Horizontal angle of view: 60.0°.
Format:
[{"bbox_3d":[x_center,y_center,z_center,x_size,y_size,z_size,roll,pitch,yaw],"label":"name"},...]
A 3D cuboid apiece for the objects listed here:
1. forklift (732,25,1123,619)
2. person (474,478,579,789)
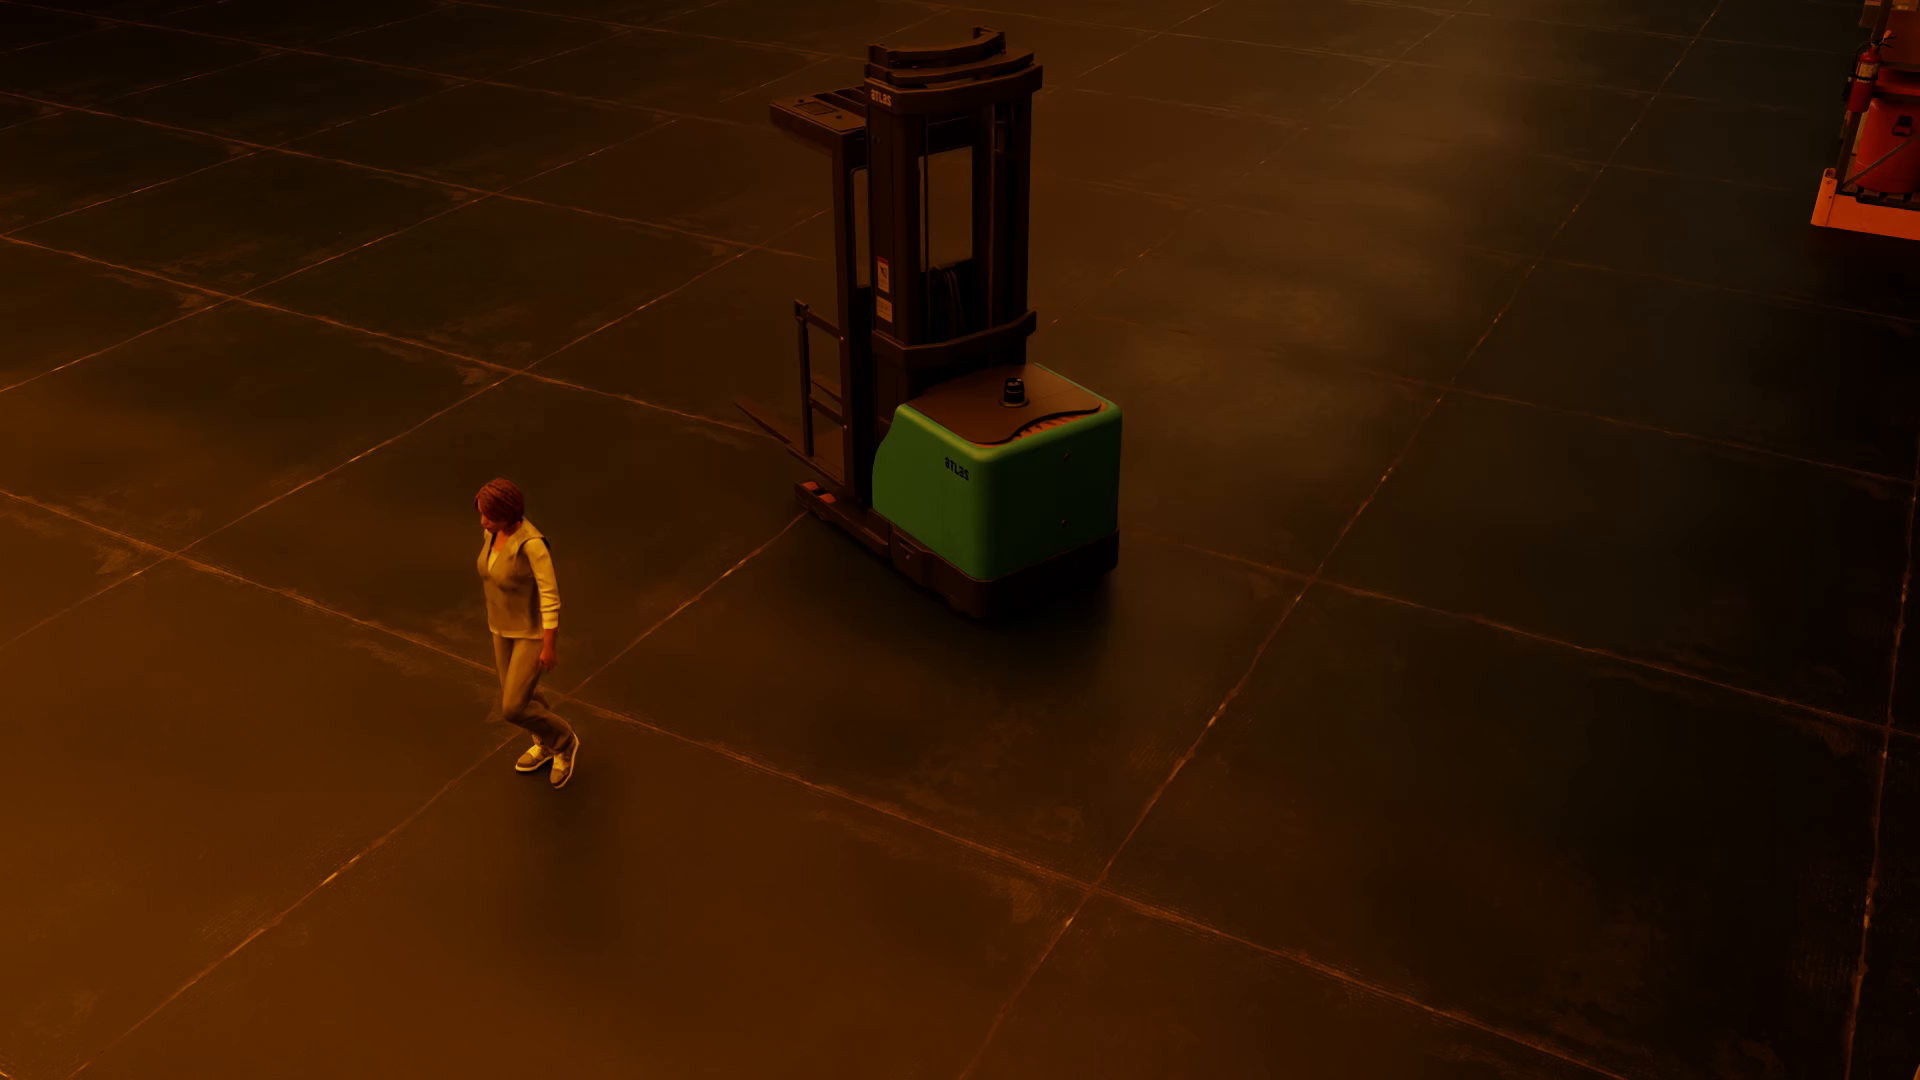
[{"bbox_3d":[-0.367,-1.518,9.701,1.130,2.935,3.031,-20,36,-31],"label":"forklift"},{"bbox_3d":[-2.044,0.439,7.667,0.534,1.578,0.427,24,38,35],"label":"person"}]
